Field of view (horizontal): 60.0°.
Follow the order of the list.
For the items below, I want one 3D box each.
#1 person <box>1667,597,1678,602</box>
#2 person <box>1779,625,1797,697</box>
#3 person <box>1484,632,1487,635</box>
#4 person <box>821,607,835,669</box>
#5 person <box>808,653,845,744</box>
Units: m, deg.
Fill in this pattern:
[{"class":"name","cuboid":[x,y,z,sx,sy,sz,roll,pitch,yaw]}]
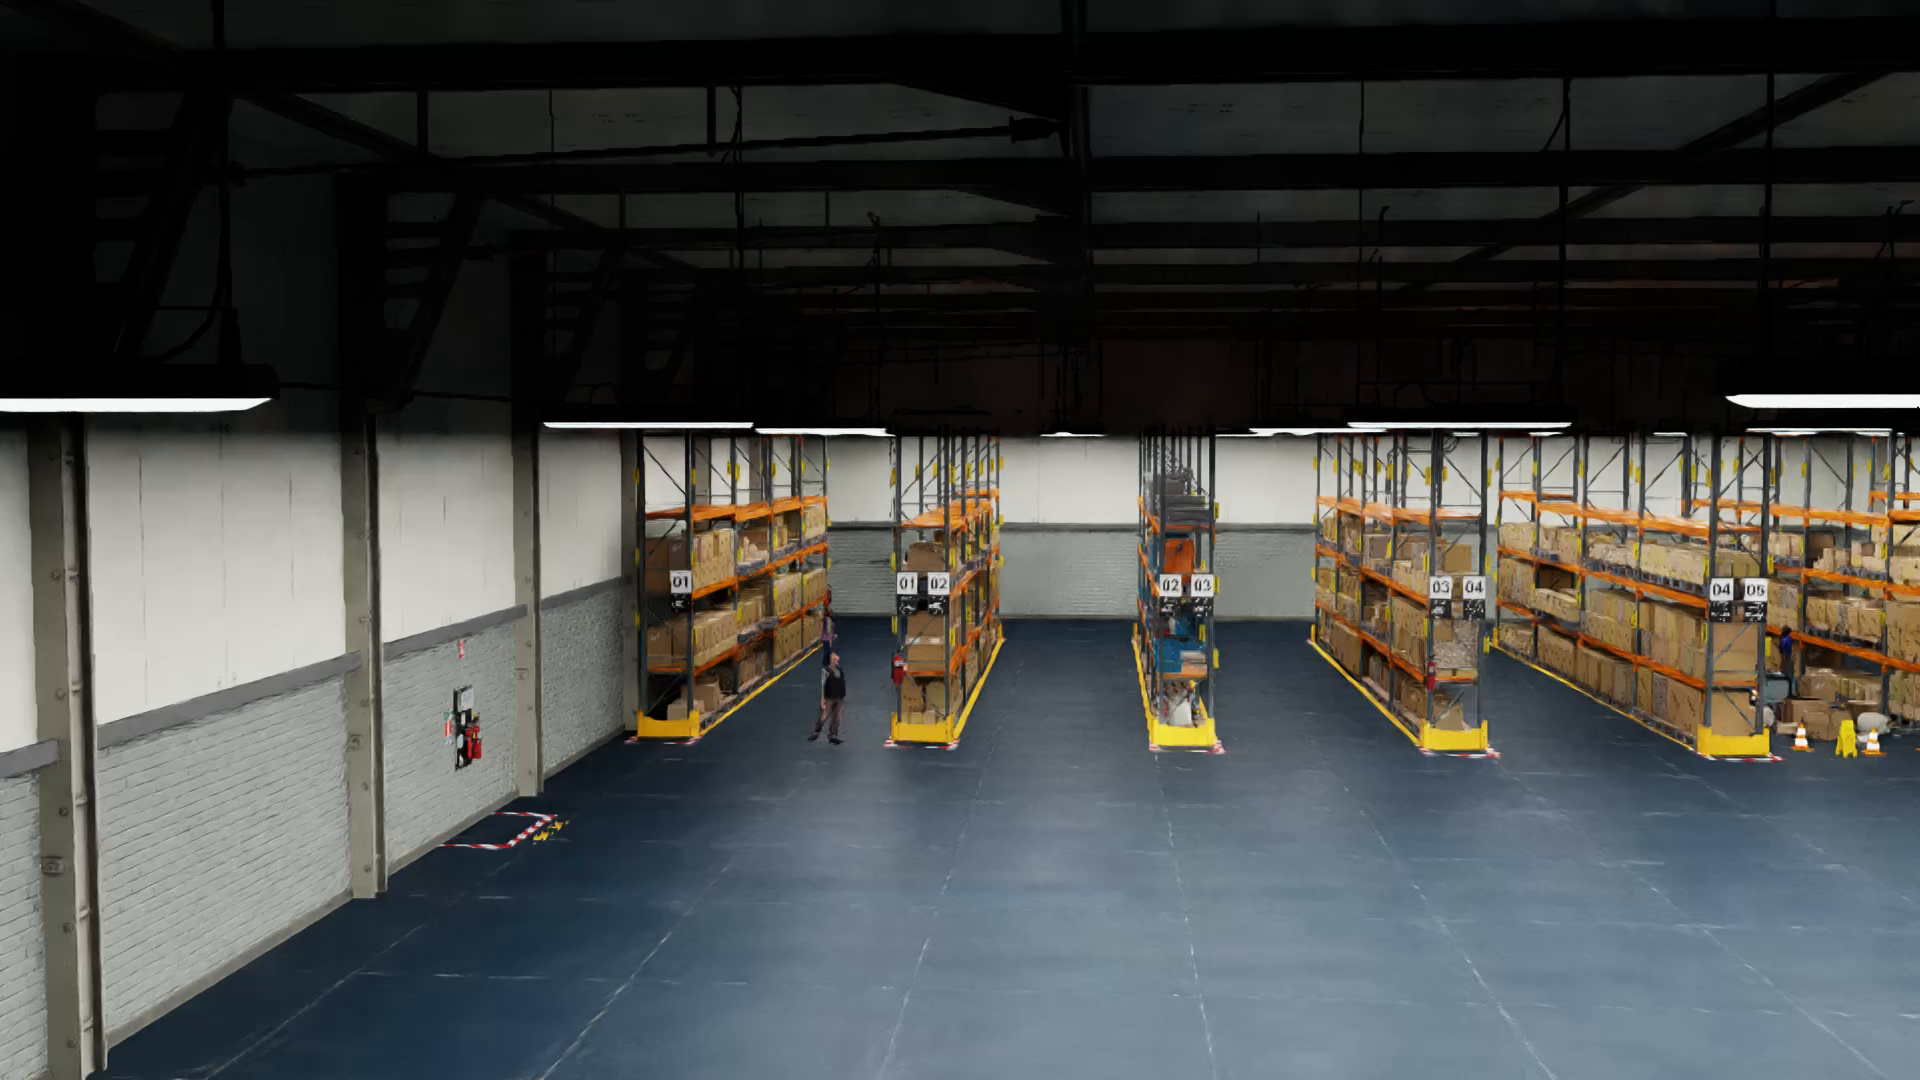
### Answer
[{"class":"person","cuboid":[20.911,1.898,48.401,0.510,1.738,0.707,-2,4,-25]},{"class":"person","cuboid":[18.008,2.672,36.318,0.554,1.651,0.587,2,4,30]},{"class":"person","cuboid":[14.888,1.898,48.214,0.568,1.754,0.734,3,5,42]},{"class":"person","cuboid":[-3.195,2.441,40.561,0.420,1.602,0.506,-1,4,-19]},{"class":"person","cuboid":[-2.494,2.968,31.197,0.714,1.711,0.520,-3,4,-36]}]
